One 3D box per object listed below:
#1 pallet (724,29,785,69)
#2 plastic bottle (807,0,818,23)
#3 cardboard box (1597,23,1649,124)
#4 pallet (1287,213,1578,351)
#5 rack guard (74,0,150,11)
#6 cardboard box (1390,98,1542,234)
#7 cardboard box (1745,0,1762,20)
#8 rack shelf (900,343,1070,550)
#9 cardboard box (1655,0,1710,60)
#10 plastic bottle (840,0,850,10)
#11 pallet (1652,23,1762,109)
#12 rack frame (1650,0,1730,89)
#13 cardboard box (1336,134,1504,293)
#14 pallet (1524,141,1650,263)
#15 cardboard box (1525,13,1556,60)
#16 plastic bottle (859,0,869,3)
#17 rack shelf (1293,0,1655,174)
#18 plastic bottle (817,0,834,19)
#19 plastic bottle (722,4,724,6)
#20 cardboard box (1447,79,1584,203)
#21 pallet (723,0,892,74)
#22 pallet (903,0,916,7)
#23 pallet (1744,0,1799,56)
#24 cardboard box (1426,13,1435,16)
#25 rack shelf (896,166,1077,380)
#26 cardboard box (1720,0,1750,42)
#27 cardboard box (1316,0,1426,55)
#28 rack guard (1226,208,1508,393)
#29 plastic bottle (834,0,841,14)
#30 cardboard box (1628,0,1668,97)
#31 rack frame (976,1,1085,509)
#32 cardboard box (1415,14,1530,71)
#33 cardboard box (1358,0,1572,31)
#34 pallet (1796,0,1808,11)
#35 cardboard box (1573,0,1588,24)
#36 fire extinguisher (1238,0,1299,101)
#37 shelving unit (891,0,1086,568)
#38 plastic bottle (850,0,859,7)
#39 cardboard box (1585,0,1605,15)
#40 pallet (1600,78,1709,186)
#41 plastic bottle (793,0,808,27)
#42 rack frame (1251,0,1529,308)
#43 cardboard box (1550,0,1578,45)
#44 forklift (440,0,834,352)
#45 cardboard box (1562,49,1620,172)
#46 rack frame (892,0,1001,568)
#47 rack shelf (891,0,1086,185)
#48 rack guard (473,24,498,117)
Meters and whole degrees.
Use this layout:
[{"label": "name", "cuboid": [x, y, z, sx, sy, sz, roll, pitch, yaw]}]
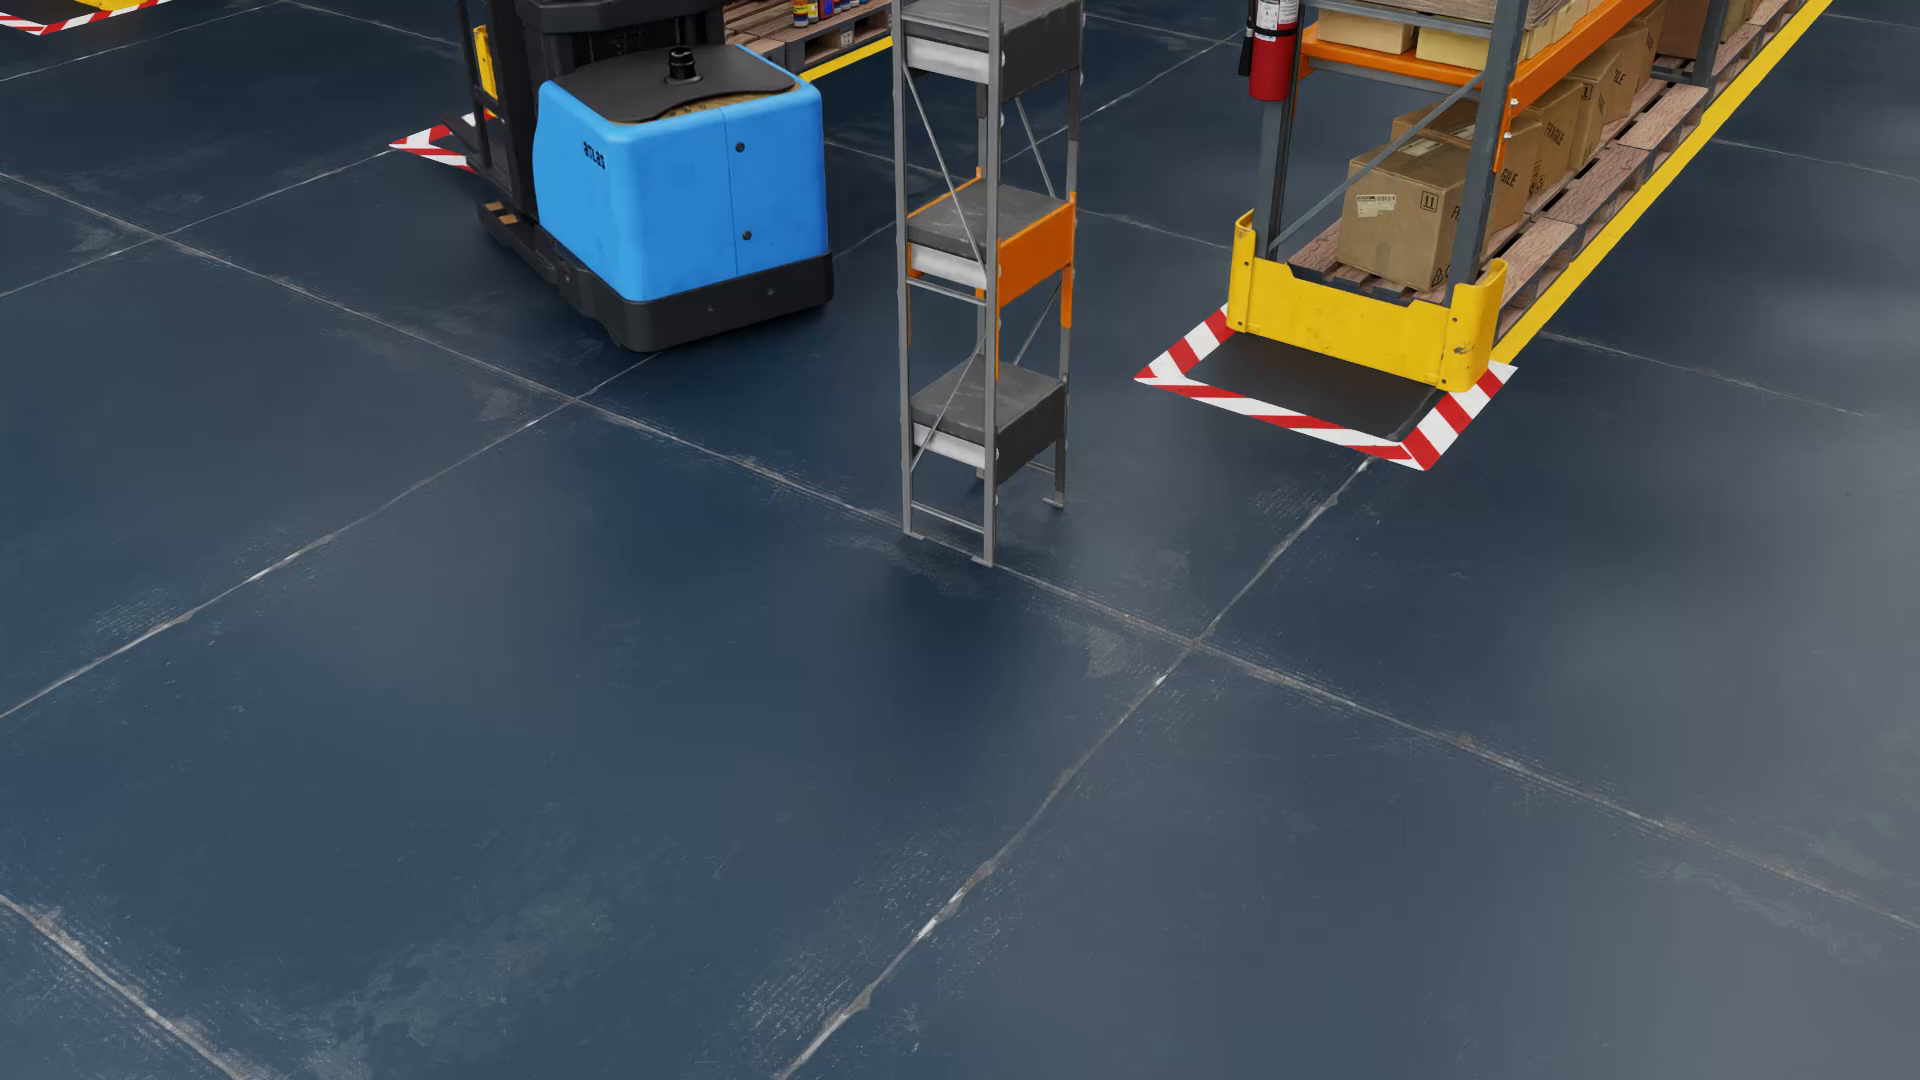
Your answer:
[{"label": "pallet", "cuboid": [-1.851, -2.944, 10.415, 1.003, 0.211, 1.213, 21, 39, 28]}, {"label": "plastic bottle", "cuboid": [-0.974, -3.482, 10.827, 0.097, 0.201, 0.097, 0, 34, 0]}, {"label": "cardboard box", "cuboid": [3.445, -2.637, 9.328, 0.500, 0.500, 0.500, -23, 40, -30]}, {"label": "pallet", "cuboid": [2.282, -1.337, 8.039, 1.003, 0.211, 1.213, 21, 39, 28]}, {"label": "rack guard", "cuboid": [-6.404, -4.214, 12.035, 1.175, 0.500, 0.348, 21, 39, 28]}, {"label": "cardboard box", "cuboid": [2.428, -1.801, 8.093, 0.500, 0.500, 0.500, -25, 41, -32]}, {"label": "cardboard box", "cuboid": [5.001, -3.829, 11.073, 0.700, 0.500, 0.500, 18, 38, 24]}, {"label": "rack shelf", "cuboid": [0.094, -0.355, 6.174, 0.431, 0.518, 0.480, 21, 39, 28]}, {"label": "cardboard box", "cuboid": [4.394, -3.358, 10.377, 0.700, 0.500, 0.500, 18, 38, 25]}, {"label": "plastic bottle", "cuboid": [-0.781, -3.668, 11.038, 0.097, 0.271, 0.097, 0, 34, 0]}, {"label": "pallet", "cuboid": [4.469, -3.139, 10.704, 1.003, 0.211, 1.213, 21, 39, 28]}, {"label": "rack frame", "cuboid": [4.027, -3.936, 9.392, 1.000, 3.000, 0.127, 21, 39, 28]}, {"label": "cardboard box", "cuboid": [2.116, -1.515, 7.670, 0.500, 0.500, 0.500, -29, 43, -35]}, {"label": "pallet", "cuboid": [2.978, -1.896, 8.866, 1.003, 0.211, 1.213, 21, 39, 28]}, {"label": "cardboard box", "cuboid": [2.263, -2.155, 6.983, 0.380, 0.149, 0.250, 21, 39, 28]}, {"label": "plastic bottle", "cuboid": [-0.665, -3.761, 11.176, 0.097, 0.271, 0.097, 0, 34, 0]}, {"label": "rack shelf", "cuboid": [2.886, -2.717, 8.233, 1.077, 0.370, 4.000, 21, 39, 28]}, {"label": "plastic bottle", "cuboid": [-0.889, -3.567, 10.879, 0.061, 0.283, 0.133, 22, 40, 29]}, {"label": "plastic bottle", "cuboid": [-1.636, -3.685, 11.127, 0.097, 0.201, 0.097, 0, 34, 0]}, {"label": "cardboard box", "cuboid": [2.801, -2.083, 8.510, 0.500, 0.500, 0.500, 25, 42, 32]}, {"label": "pallet", "cuboid": [-1.154, -3.503, 11.242, 1.003, 0.211, 1.213, 21, 39, 28]}, {"label": "pallet", "cuboid": [-0.459, -4.067, 12.075, 1.003, 0.211, 1.213, 21, 39, 28]}, {"label": "pallet", "cuboid": [5.164, -3.703, 11.537, 1.003, 0.211, 1.213, 21, 39, 28]}, {"label": "cardboard box", "cuboid": [1.882, -2.303, 7.202, 0.380, 0.149, 0.250, 21, 39, 28]}, {"label": "rack shelf", "cuboid": [0.094, -0.935, 5.782, 0.431, 0.518, 0.480, 21, 39, 28]}, {"label": "cardboard box", "cuboid": [4.682, -3.572, 10.692, 0.700, 0.500, 0.500, 21, 39, 28]}, {"label": "cardboard box", "cuboid": [1.739, -2.188, 7.032, 0.380, 0.149, 0.250, 21, 39, 28]}, {"label": "rack guard", "cuboid": [1.789, -1.094, 7.422, 1.175, 0.500, 0.348, 21, 39, 28]}, {"label": "plastic bottle", "cuboid": [-0.838, -3.621, 10.970, 0.097, 0.271, 0.097, 0, 34, 0]}, {"label": "cardboard box", "cuboid": [3.766, -2.903, 9.721, 0.500, 0.500, 0.500, 20, 39, 27]}, {"label": "rack frame", "cuboid": [0.234, -1.058, 5.940, 0.400, 2.100, 0.015, 21, 39, 28]}, {"label": "cardboard box", "cuboid": [2.104, -2.046, 6.822, 0.380, 0.149, 0.250, 21, 39, 28]}, {"label": "cardboard box", "cuboid": [2.082, -2.504, 6.920, 0.875, 0.500, 0.500, 21, 39, 28]}, {"label": "pallet", "cuboid": [5.861, -4.262, 12.364, 1.003, 0.211, 1.213, 21, 39, 28]}, {"label": "cardboard box", "cuboid": [2.543, -2.387, 7.326, 0.380, 0.149, 0.250, 21, 39, 28]}, {"label": "fire extinguisher", "cuboid": [1.302, -2.157, 6.831, 0.296, 0.674, 0.183, 21, 39, 28]}, {"label": "shelving unit", "cuboid": [0.094, -0.946, 5.774, 0.431, 2.100, 0.503, 21, 39, 28]}, {"label": "plastic bottle", "cuboid": [-0.724, -3.684, 11.125, 0.097, 0.201, 0.097, 0, 34, 0]}, {"label": "cardboard box", "cuboid": [2.691, -2.499, 7.493, 0.380, 0.149, 0.250, 21, 39, 28]}, {"label": "pallet", "cuboid": [3.673, -2.460, 9.699, 1.003, 0.211, 1.213, 21, 39, 28]}, {"label": "plastic bottle", "cuboid": [-1.033, -3.464, 10.737, 0.097, 0.271, 0.097, 0, 34, 0]}, {"label": "rack frame", "cuboid": [1.746, -2.095, 6.670, 1.000, 3.000, 0.127, 21, 39, 28]}, {"label": "cardboard box", "cuboid": [2.417, -2.265, 7.146, 0.380, 0.149, 0.250, 21, 39, 28]}, {"label": "forklift", "cuboid": [-1.825, -2.830, 7.819, 1.130, 2.935, 3.031, -20, 39, -27]}, {"label": "cardboard box", "cuboid": [3.156, -2.326, 8.868, 0.500, 0.500, 0.500, 18, 38, 24]}, {"label": "rack frame", "cuboid": [-0.045, -0.834, 5.608, 0.400, 2.100, 0.015, 21, 39, 28]}, {"label": "rack shelf", "cuboid": [0.094, -1.515, 5.390, 0.431, 0.518, 0.480, 21, 39, 28]}, {"label": "rack guard", "cuboid": [-2.318, -2.691, 9.784, 1.175, 0.500, 0.348, 21, 39, 28]}]
